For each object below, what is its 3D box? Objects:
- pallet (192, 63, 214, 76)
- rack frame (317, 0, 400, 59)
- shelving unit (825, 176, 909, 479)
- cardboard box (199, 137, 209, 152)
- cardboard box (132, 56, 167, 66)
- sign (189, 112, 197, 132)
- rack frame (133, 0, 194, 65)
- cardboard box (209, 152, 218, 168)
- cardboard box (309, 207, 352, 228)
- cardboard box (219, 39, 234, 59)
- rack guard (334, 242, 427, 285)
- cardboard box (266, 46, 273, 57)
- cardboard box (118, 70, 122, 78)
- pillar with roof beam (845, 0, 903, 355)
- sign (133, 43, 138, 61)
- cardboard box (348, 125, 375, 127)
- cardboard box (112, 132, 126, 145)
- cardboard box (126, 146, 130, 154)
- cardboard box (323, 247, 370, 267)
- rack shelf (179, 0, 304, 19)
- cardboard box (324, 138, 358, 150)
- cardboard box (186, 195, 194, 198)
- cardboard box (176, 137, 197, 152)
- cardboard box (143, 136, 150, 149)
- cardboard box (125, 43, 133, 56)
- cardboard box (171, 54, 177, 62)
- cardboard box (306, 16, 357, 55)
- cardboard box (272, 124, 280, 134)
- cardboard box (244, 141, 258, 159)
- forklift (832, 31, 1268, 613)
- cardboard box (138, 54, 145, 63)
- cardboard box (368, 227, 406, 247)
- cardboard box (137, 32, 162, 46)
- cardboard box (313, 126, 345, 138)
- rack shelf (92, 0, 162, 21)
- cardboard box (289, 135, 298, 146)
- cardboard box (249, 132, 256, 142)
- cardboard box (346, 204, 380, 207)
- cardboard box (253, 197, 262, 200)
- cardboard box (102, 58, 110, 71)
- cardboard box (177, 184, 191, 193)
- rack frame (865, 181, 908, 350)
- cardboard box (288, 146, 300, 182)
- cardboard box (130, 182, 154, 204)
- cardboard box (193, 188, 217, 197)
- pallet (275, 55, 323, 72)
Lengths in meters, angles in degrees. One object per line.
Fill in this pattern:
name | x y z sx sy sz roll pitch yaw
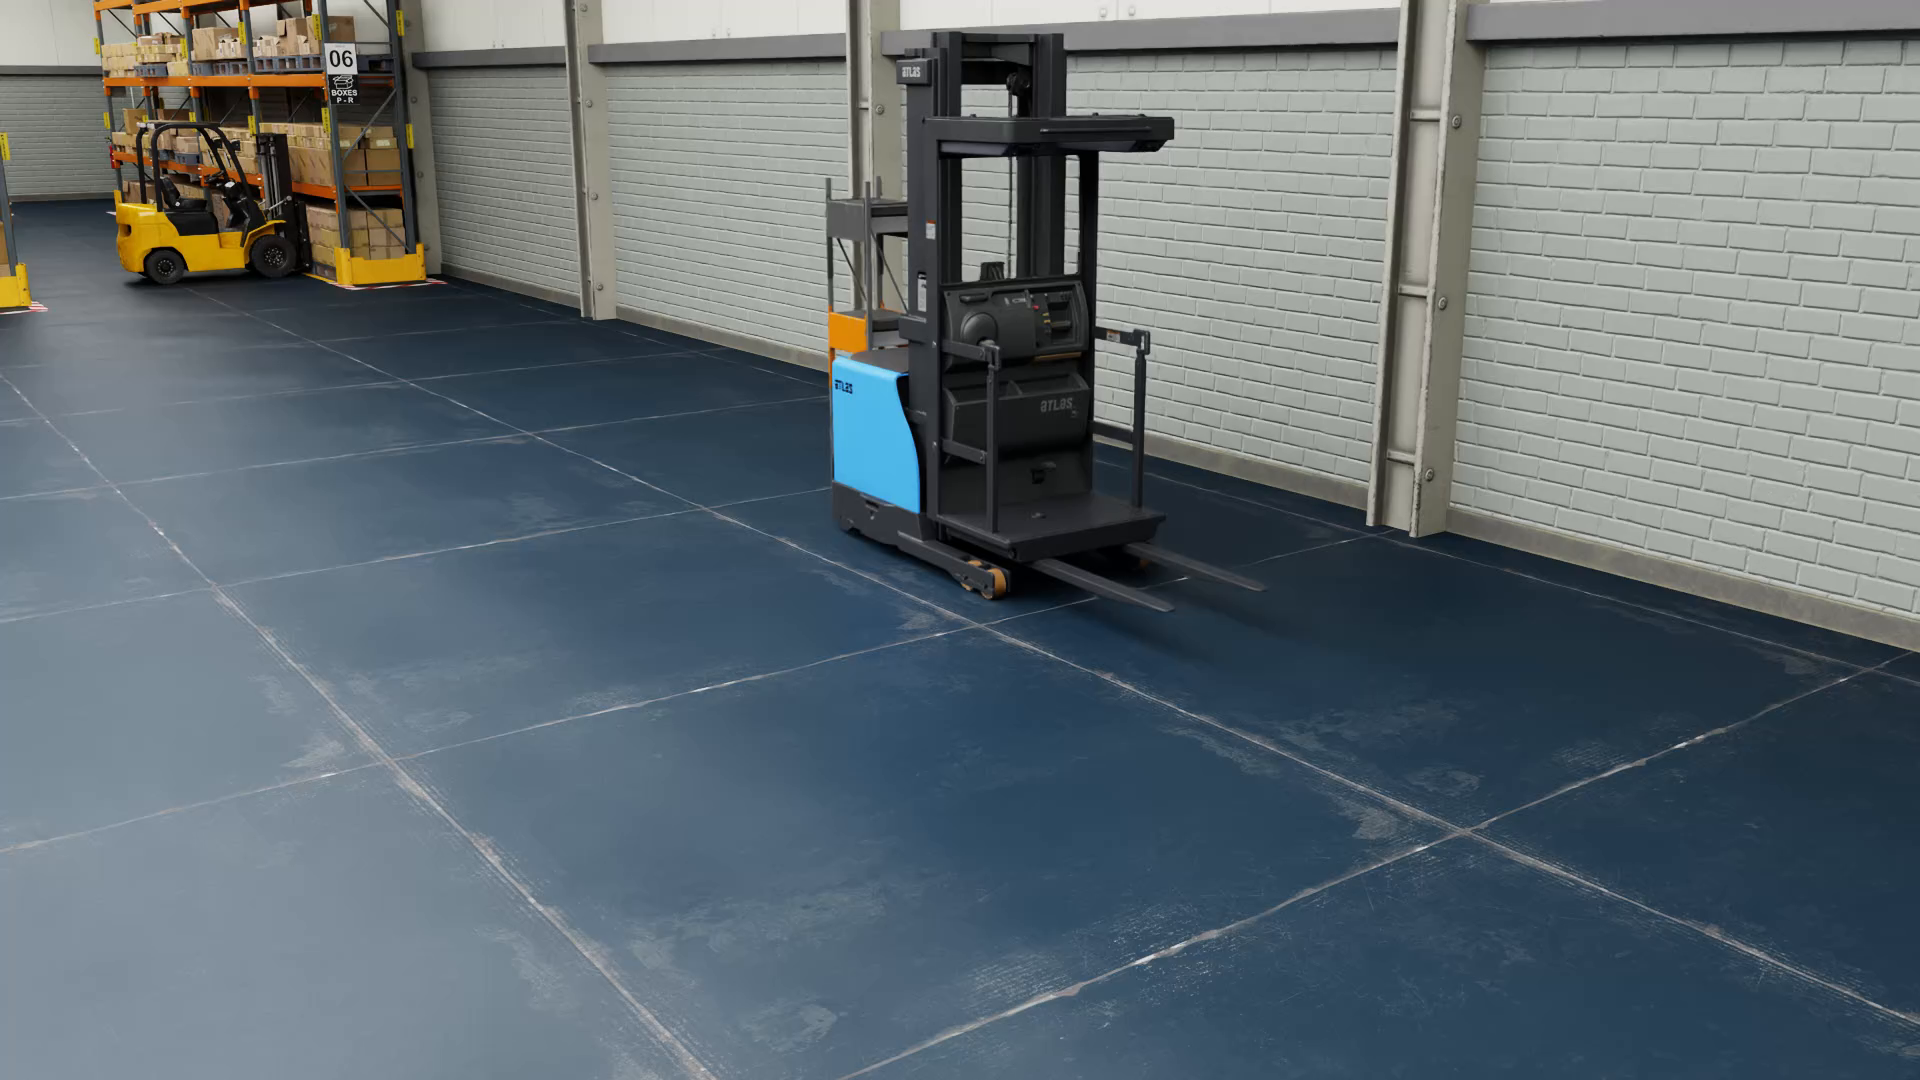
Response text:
pallet | -12.351 -8.014 28.352 1.213 0.211 1.003 -10 18 -32
rack frame | -8.118 -7.975 22.168 1.000 3.000 0.127 -11 19 -35
shelving unit | -0.538 -1.228 10.585 0.431 2.100 0.503 -10 18 -32
cardboard box | -12.779 -6.822 28.656 0.500 0.250 0.500 -11 19 -35
cardboard box | -15.660 -9.226 32.141 0.500 0.250 0.500 -11 19 -34
sign | -13.255 -7.224 28.744 0.100 0.325 0.005 -11 19 -35
rack frame | -15.174 -10.537 31.530 1.000 3.000 0.127 -11 19 -35
cardboard box | -12.467 -6.477 28.341 0.500 0.250 0.500 -11 19 -36
cardboard box | -8.946 -4.598 23.713 0.500 0.250 0.500 -10 18 -34
cardboard box | -11.544 -7.871 26.653 0.500 0.311 0.500 -12 19 -36
rack guard | -8.104 -3.871 23.271 1.175 0.500 0.348 -11 19 -35
cardboard box | -10.000 -7.205 24.527 0.380 0.149 0.250 -10 18 -33
cardboard box | -16.704 -9.377 33.448 0.380 0.149 0.250 -11 19 -34
pillar with roof beam | -4.225 -5.033 11.419 9.100 9.000 0.400 -11 19 -35
sign | -15.608 -9.254 31.544 0.100 0.325 0.005 -11 19 -35
cardboard box | -8.570 -5.861 23.828 0.380 0.149 0.250 -11 19 -34
cardboard box | -17.477 -8.430 34.917 0.500 0.250 0.500 -11 19 -34
cardboard box | -16.837 -7.981 34.031 0.380 0.149 0.250 -12 19 -36
cardboard box | -8.650 -4.009 23.455 0.500 0.250 0.500 -11 19 -34
rack shelf | -11.646 -8.716 26.997 1.077 0.370 4.000 -11 19 -35
cardboard box | -8.549 -5.473 22.973 0.380 0.149 0.250 -11 19 -34
cardboard box | -13.840 -6.063 30.487 0.500 0.500 0.500 -10 18 -32
cardboard box | -13.704 -7.095 29.805 0.500 0.250 0.500 -12 19 -37
cardboard box | -15.671 -7.786 32.562 0.500 0.250 0.500 -10 18 -33
cardboard box | -15.971 -9.580 32.489 0.500 0.250 0.500 -11 19 -35
cardboard box | -13.961 -8.674 29.931 0.380 0.149 0.250 -10 18 -33
cardboard box | -8.576 -6.884 22.689 0.500 0.500 0.500 -10 18 -33
cardboard box | -10.070 -6.160 24.920 0.380 0.149 0.250 -10 18 -33
cardboard box | -10.966 -6.170 26.273 0.500 0.250 0.500 -11 19 -36
forklift | 0.438 -1.238 9.047 1.130 2.935 3.031 -10 18 -32
cardboard box | -15.196 -9.034 31.211 0.380 0.149 0.250 -11 19 -34
cardboard box | -8.227 -4.332 23.686 0.500 0.250 0.500 -10 18 -34
cardboard box | -15.279 -9.445 31.364 0.396 0.266 0.258 -11 19 -35
cardboard box | -8.845 -5.729 23.345 0.380 0.149 0.250 -10 18 -33
rack shelf | -16.350 -10.616 33.186 1.077 0.370 4.000 -11 19 -35
cardboard box | -9.602 -5.855 24.366 0.380 0.149 0.250 -11 19 -36
cardboard box | -11.017 -6.387 26.314 0.380 0.149 0.250 -11 19 -35
cardboard box | -8.830 -4.787 24.402 0.500 0.250 0.500 -11 19 -35
cardboard box | -11.680 -5.430 27.935 0.875 0.625 0.625 -12 19 -37
cardboard box | -17.486 -9.879 34.526 0.500 0.250 0.500 -11 19 -35
cardboard box | -14.504 -6.620 31.292 0.380 0.149 0.250 -11 19 -35
rack frame | -0.404 -1.174 10.389 0.400 2.100 0.015 -10 18 -32
cardboard box | -9.524 -5.521 24.377 0.500 0.500 0.500 -11 19 -34
cardboard box | -16.772 -7.161 34.498 0.700 0.500 0.500 -10 18 -32
cardboard box | -13.622 -6.282 30.058 0.380 0.149 0.250 -12 19 -36
pallet | -9.234 -6.901 24.095 1.003 0.211 1.213 -11 19 -35
